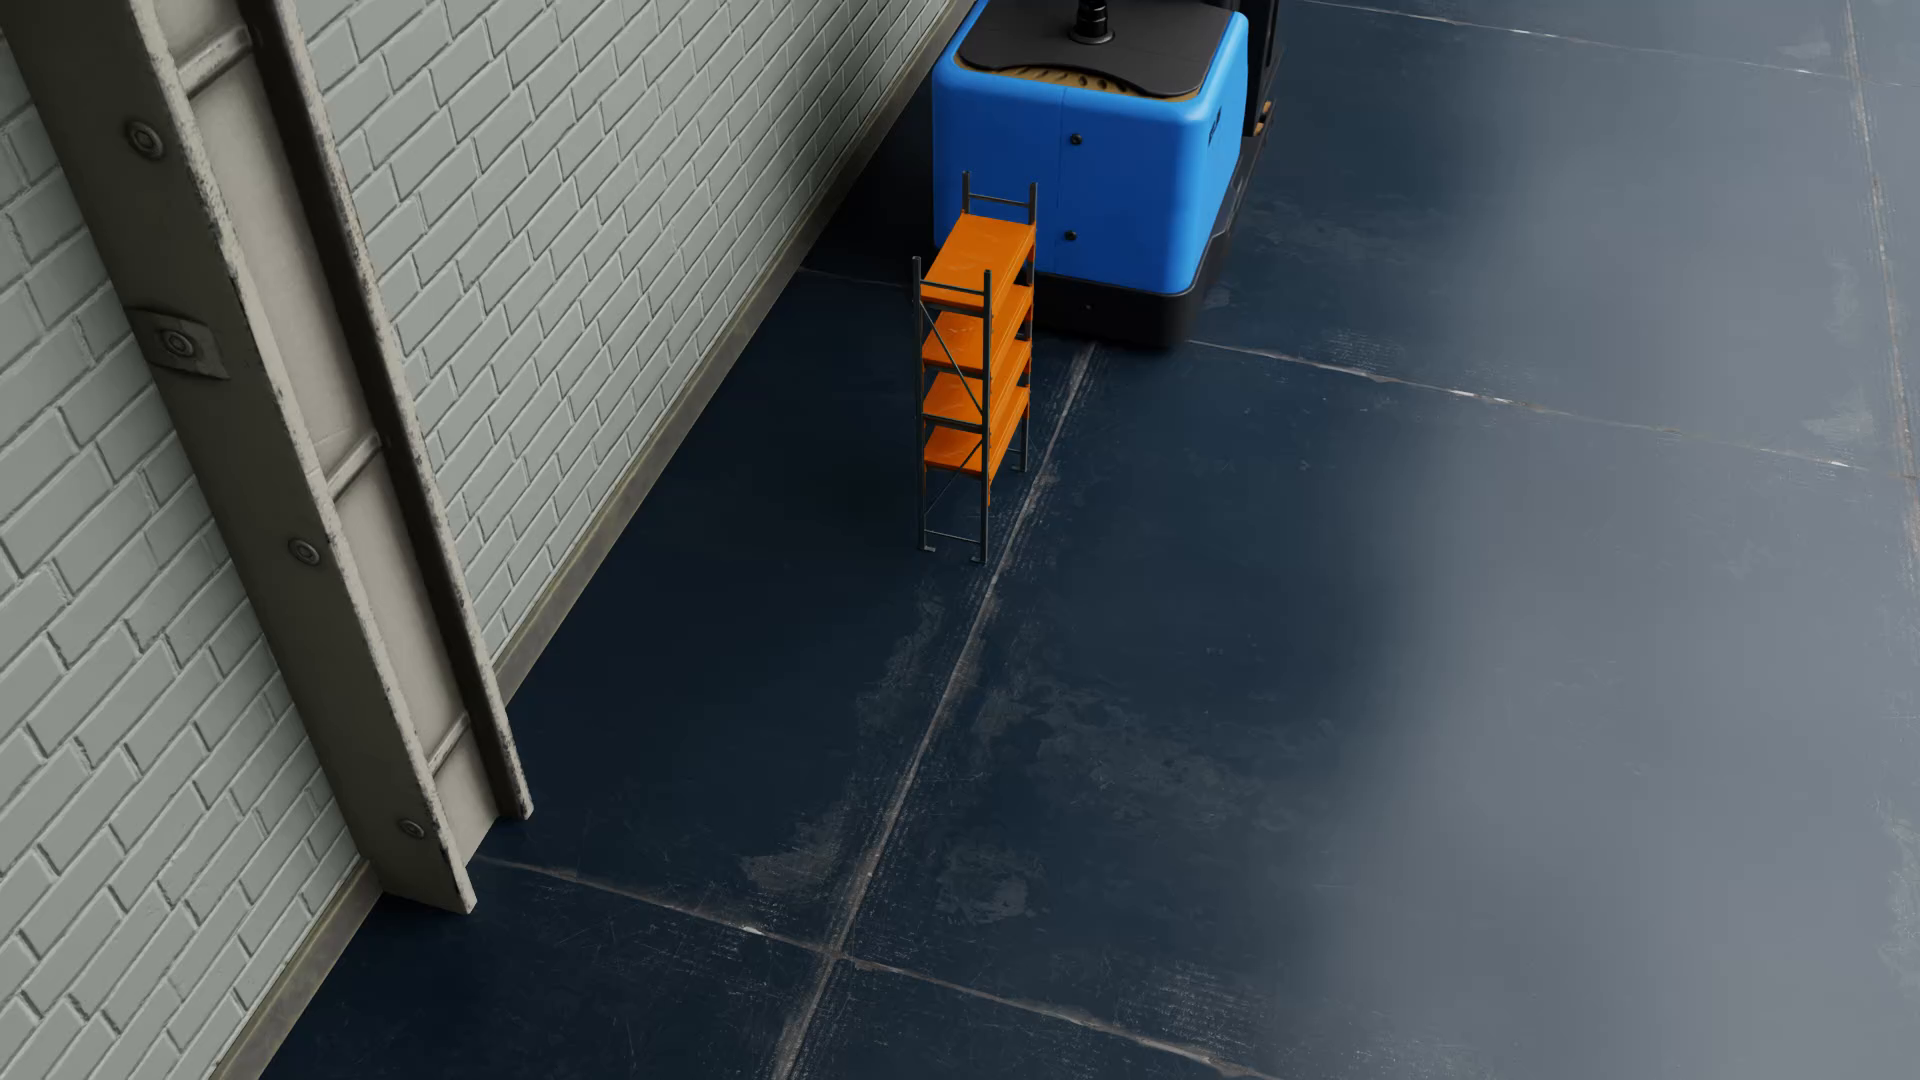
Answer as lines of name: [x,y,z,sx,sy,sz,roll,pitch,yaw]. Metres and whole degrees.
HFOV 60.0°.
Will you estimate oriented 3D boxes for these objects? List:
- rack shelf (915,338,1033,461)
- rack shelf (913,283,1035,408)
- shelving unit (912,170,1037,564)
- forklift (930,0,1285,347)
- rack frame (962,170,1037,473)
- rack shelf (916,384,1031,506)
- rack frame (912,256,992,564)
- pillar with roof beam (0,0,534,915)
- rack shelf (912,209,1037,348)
rack shelf: [0.050,-0.491,5.490,0.258,0.148,0.480,13,46,12]
rack shelf: [0.050,-0.651,5.334,0.258,0.148,0.480,13,46,12]
shelving unit: [0.050,-0.539,5.443,0.258,1.200,0.503,13,46,12]
forklift: [0.815,-2.840,6.556,1.130,2.935,3.031,13,46,13]
rack frame: [0.124,-0.702,5.609,0.240,1.200,0.015,13,46,12]
rack shelf: [0.050,-0.349,5.629,0.258,0.148,0.480,13,46,12]
rack frame: [-0.024,-0.377,5.277,0.240,1.200,0.015,13,46,12]
pillar with roof beam: [2.634,-1.414,0.761,9.100,9.000,0.400,13,46,13]
rack shelf: [0.050,-0.820,5.168,0.258,0.148,0.480,13,46,12]
